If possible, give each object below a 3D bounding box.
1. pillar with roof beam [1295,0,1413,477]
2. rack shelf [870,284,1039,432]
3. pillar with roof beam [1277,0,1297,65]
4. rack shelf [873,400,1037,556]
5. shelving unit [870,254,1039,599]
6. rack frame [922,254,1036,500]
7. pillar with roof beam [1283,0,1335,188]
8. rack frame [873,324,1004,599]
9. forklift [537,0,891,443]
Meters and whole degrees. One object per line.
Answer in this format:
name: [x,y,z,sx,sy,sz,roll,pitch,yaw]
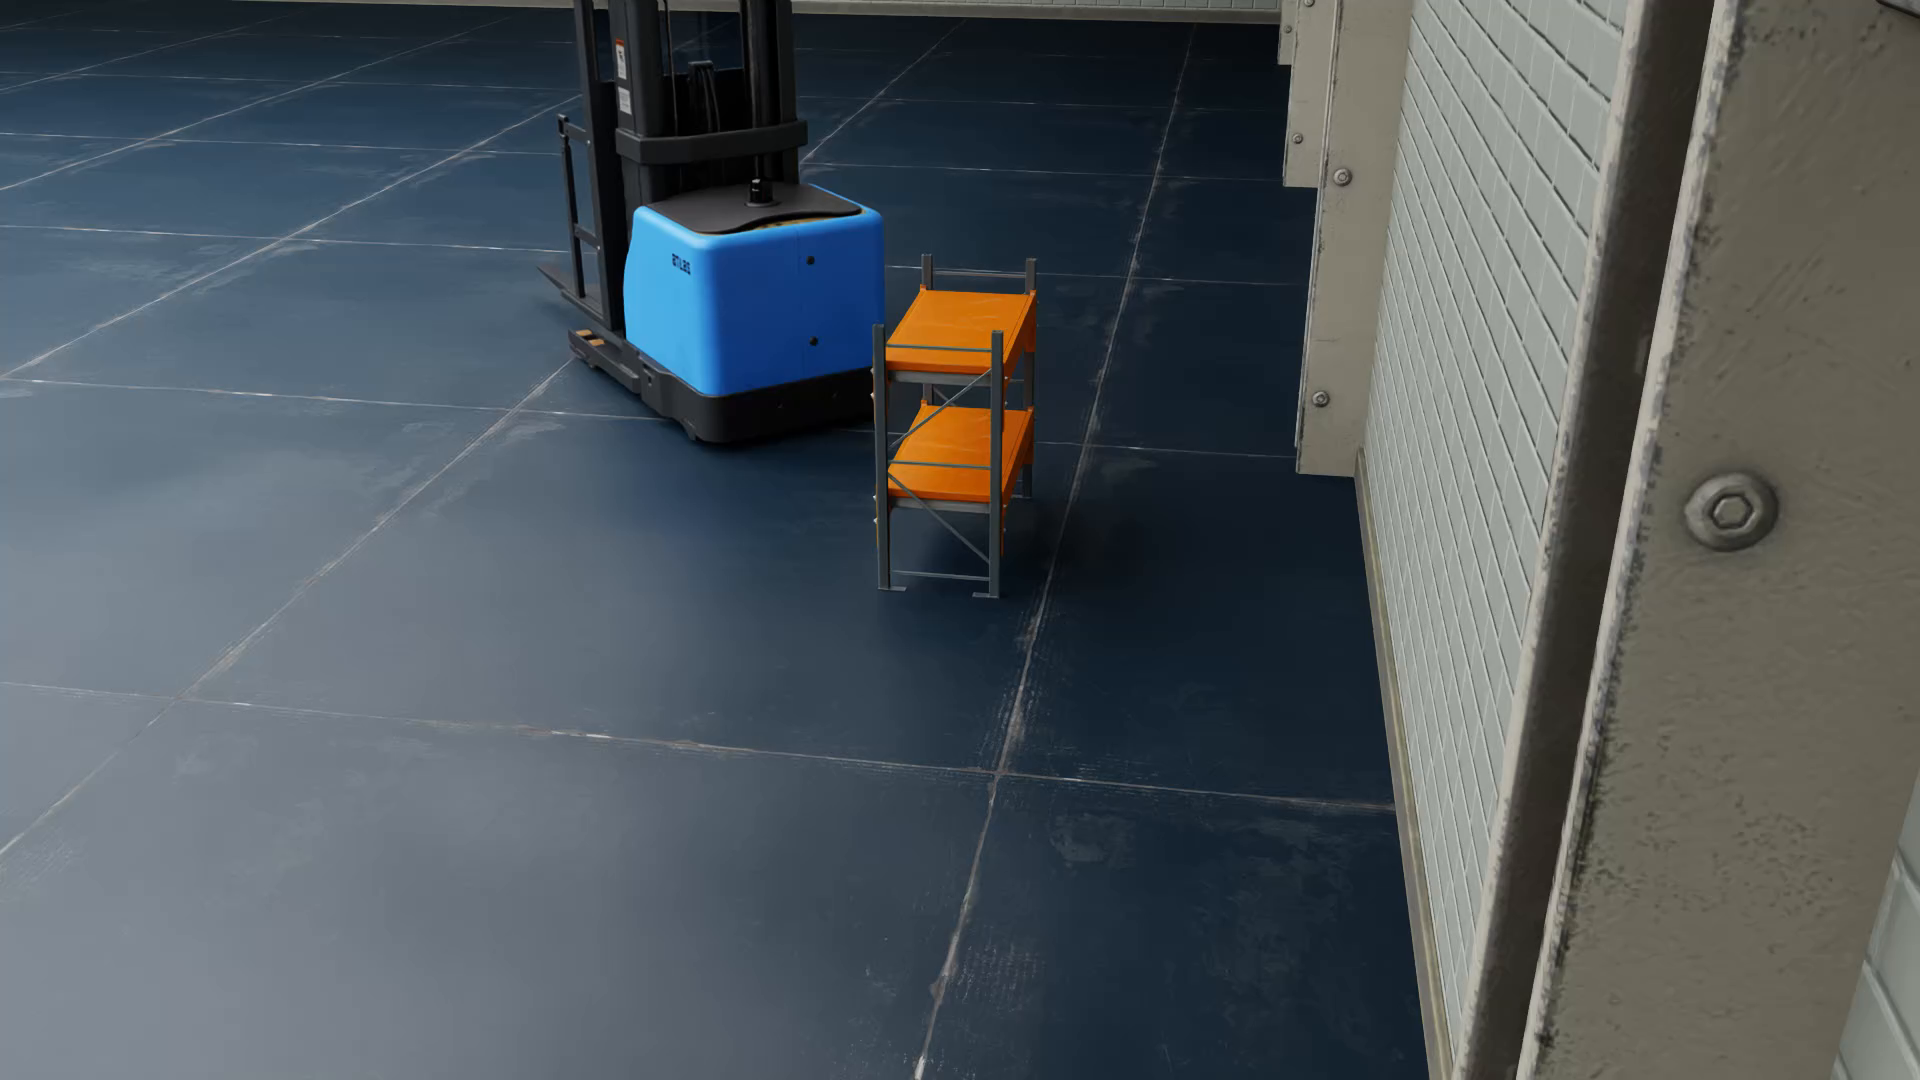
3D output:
pillar with roof beam: [-2.460,-4.764,6.814,9.100,9.000,0.400,4,25,9]
rack shelf: [-0.001,-0.772,6.881,0.538,0.278,1.000,4,25,9]
pillar with roof beam: [-0.499,-9.783,17.536,9.100,9.000,0.400,4,25,9]
rack shelf: [-0.001,-0.285,7.109,0.538,0.278,1.000,4,25,9]
shelving unit: [-0.001,-0.507,7.005,0.538,1.125,1.048,4,25,9]
rack frame: [0.082,-0.719,7.460,0.500,1.125,0.032,4,25,9]
pillar with roof beam: [-1.479,-7.274,12.175,9.100,9.000,0.400,4,25,9]
rack frame: [-0.084,-0.294,6.551,0.500,1.125,0.032,4,25,9]
forklift: [-1.563,-2.379,8.875,1.130,2.935,3.031,-15,29,-29]
